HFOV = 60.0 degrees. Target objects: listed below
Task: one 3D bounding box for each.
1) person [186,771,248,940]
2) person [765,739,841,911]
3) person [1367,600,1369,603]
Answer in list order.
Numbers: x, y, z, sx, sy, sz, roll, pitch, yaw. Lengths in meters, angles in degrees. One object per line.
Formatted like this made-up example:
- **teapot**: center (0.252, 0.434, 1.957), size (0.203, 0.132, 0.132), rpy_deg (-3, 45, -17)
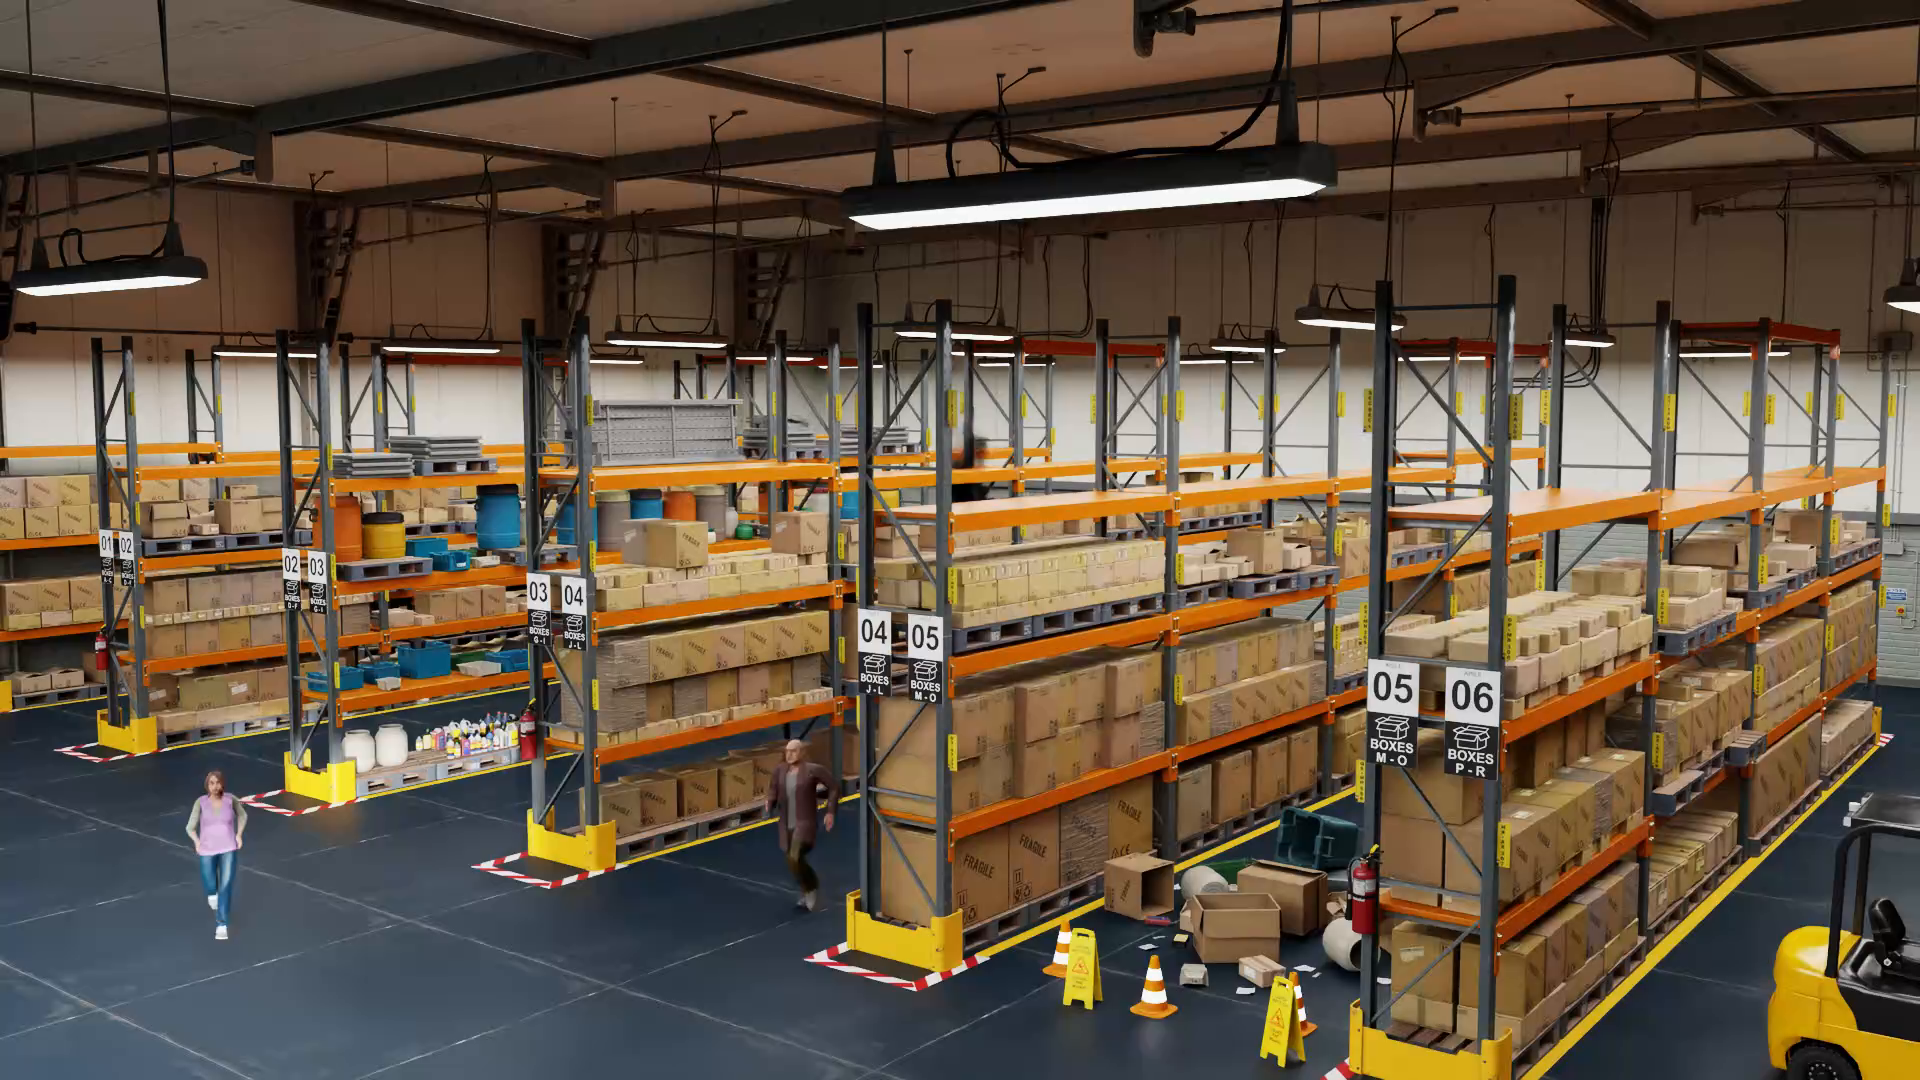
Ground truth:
- **person**: center (-7.147, 3.004, 16.026), size (0.545, 1.564, 0.723), rpy_deg (-2, 6, -26)
- **person**: center (-1.616, 2.846, 16.628), size (0.729, 1.731, 0.790), rpy_deg (3, 6, 28)
- **person**: center (6.868, 1.880, 27.840), size (0.696, 1.825, 0.744), rpy_deg (4, 6, 37)
